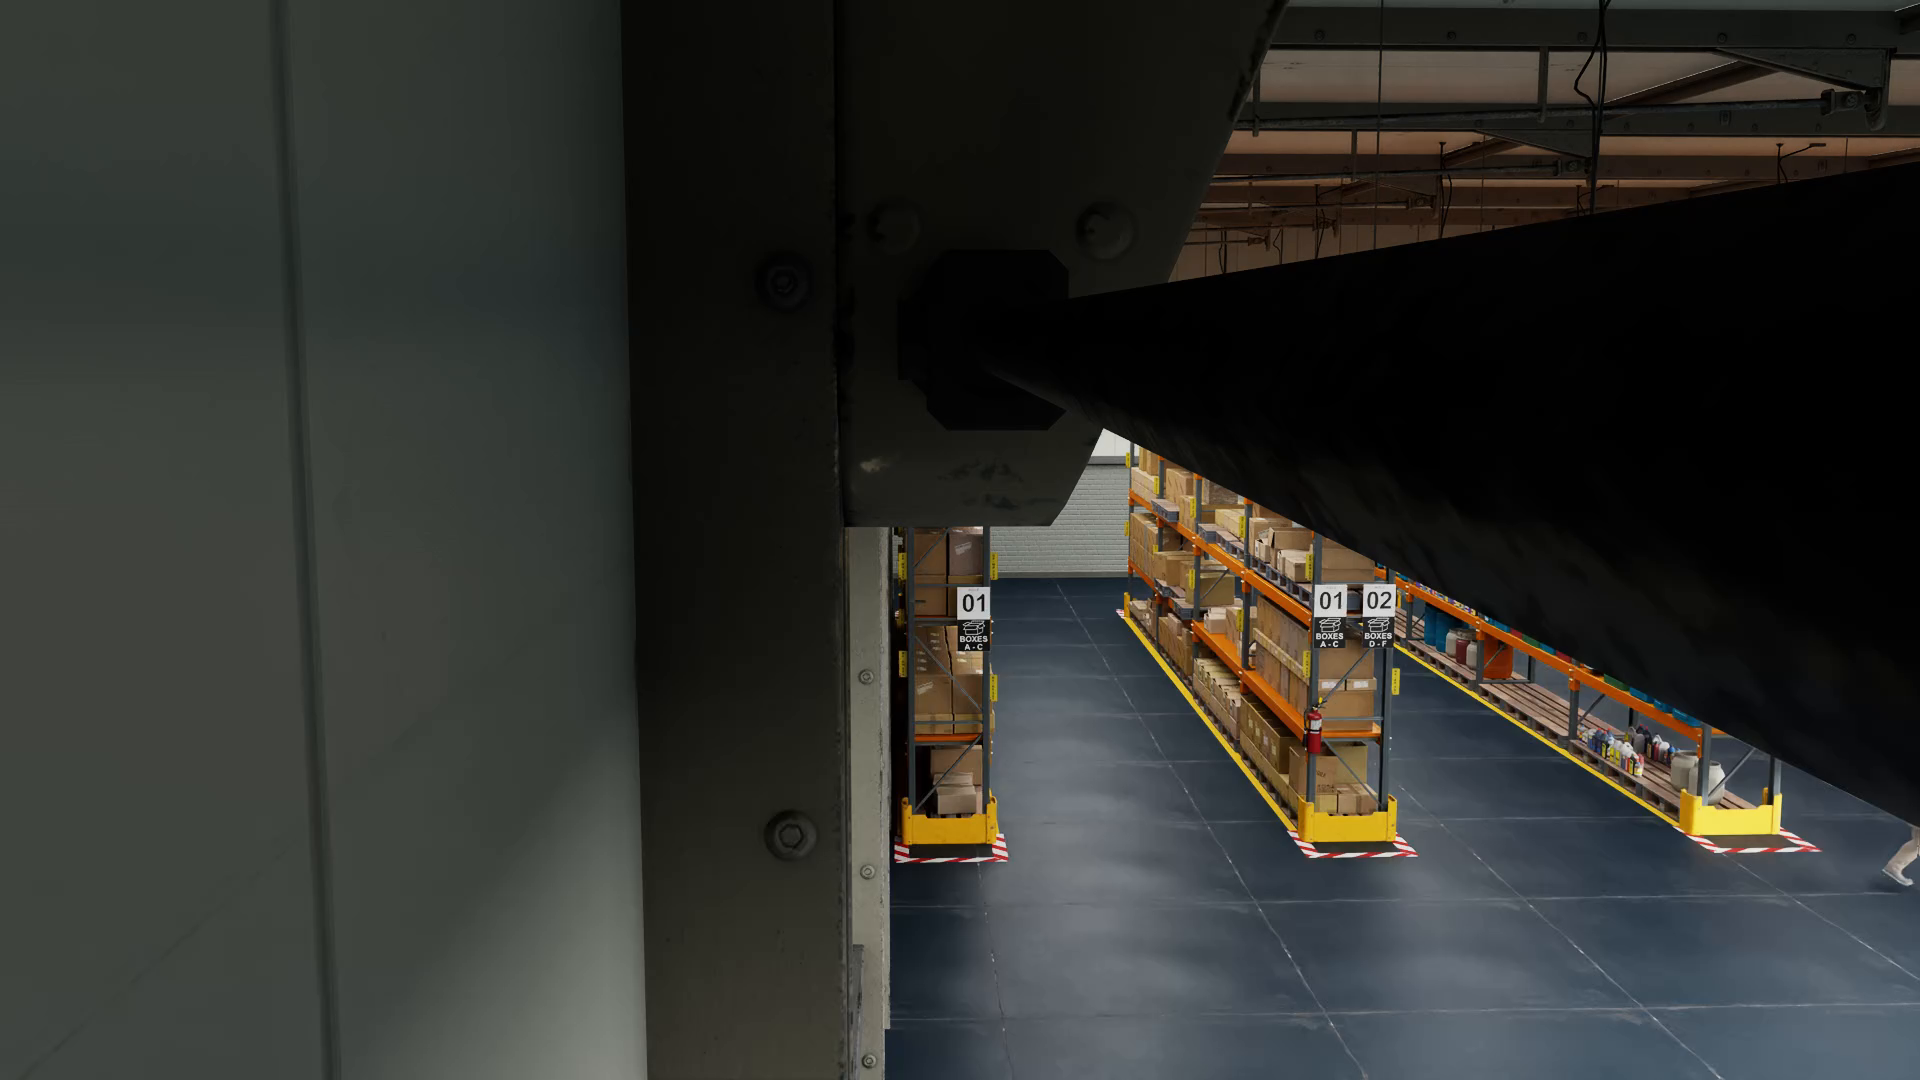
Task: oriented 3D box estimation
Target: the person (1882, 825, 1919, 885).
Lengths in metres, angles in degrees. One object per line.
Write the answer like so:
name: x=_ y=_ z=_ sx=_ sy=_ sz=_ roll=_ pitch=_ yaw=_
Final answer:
person: x=10.825 y=3.117 z=18.610 sx=0.820 sy=1.786 sz=0.648 roll=5 pitch=9 yaw=36
